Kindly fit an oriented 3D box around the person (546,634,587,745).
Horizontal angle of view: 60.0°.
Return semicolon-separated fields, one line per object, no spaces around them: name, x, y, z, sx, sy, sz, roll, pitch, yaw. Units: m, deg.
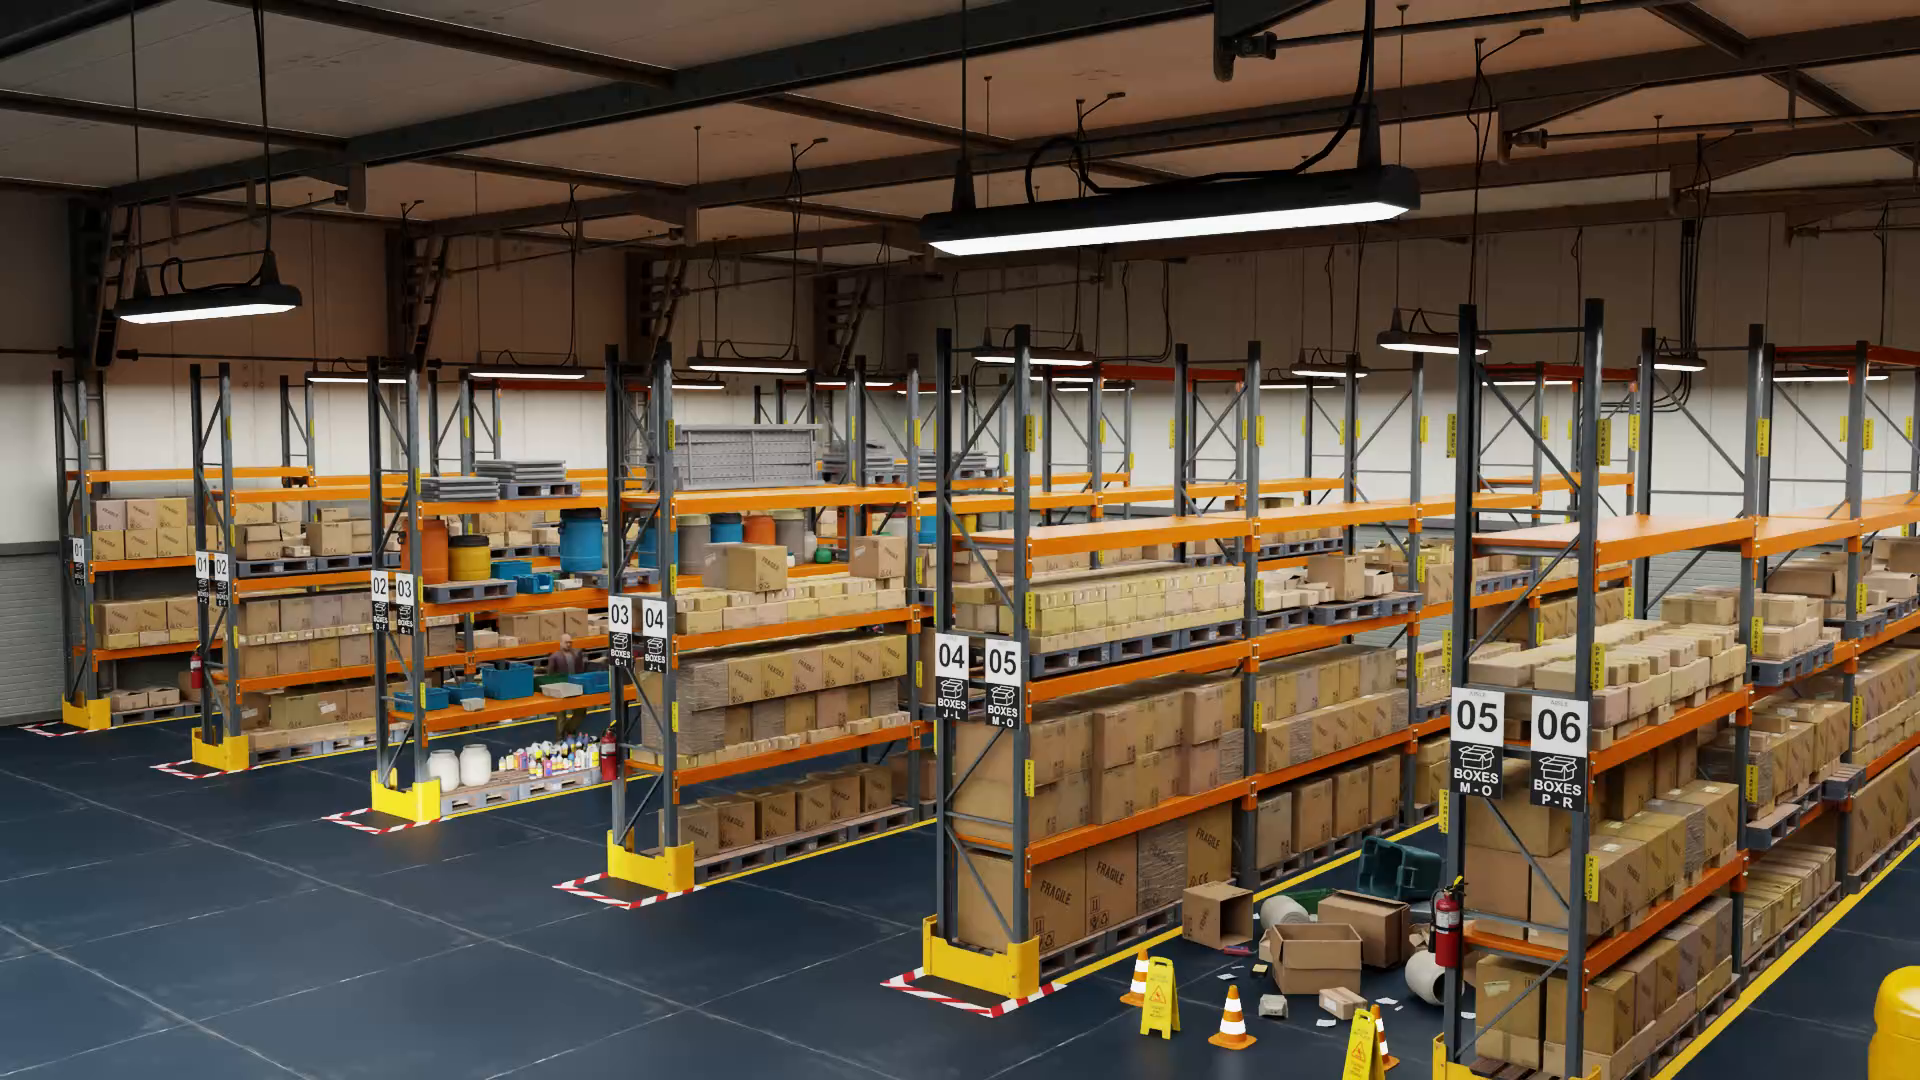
person;-6.195;2.377;26.283;0.734;1.786;0.589;-3;5;-33

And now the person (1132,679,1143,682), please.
person;2.385;2.698;22.636;0.335;1.665;0.480;1;4;13
